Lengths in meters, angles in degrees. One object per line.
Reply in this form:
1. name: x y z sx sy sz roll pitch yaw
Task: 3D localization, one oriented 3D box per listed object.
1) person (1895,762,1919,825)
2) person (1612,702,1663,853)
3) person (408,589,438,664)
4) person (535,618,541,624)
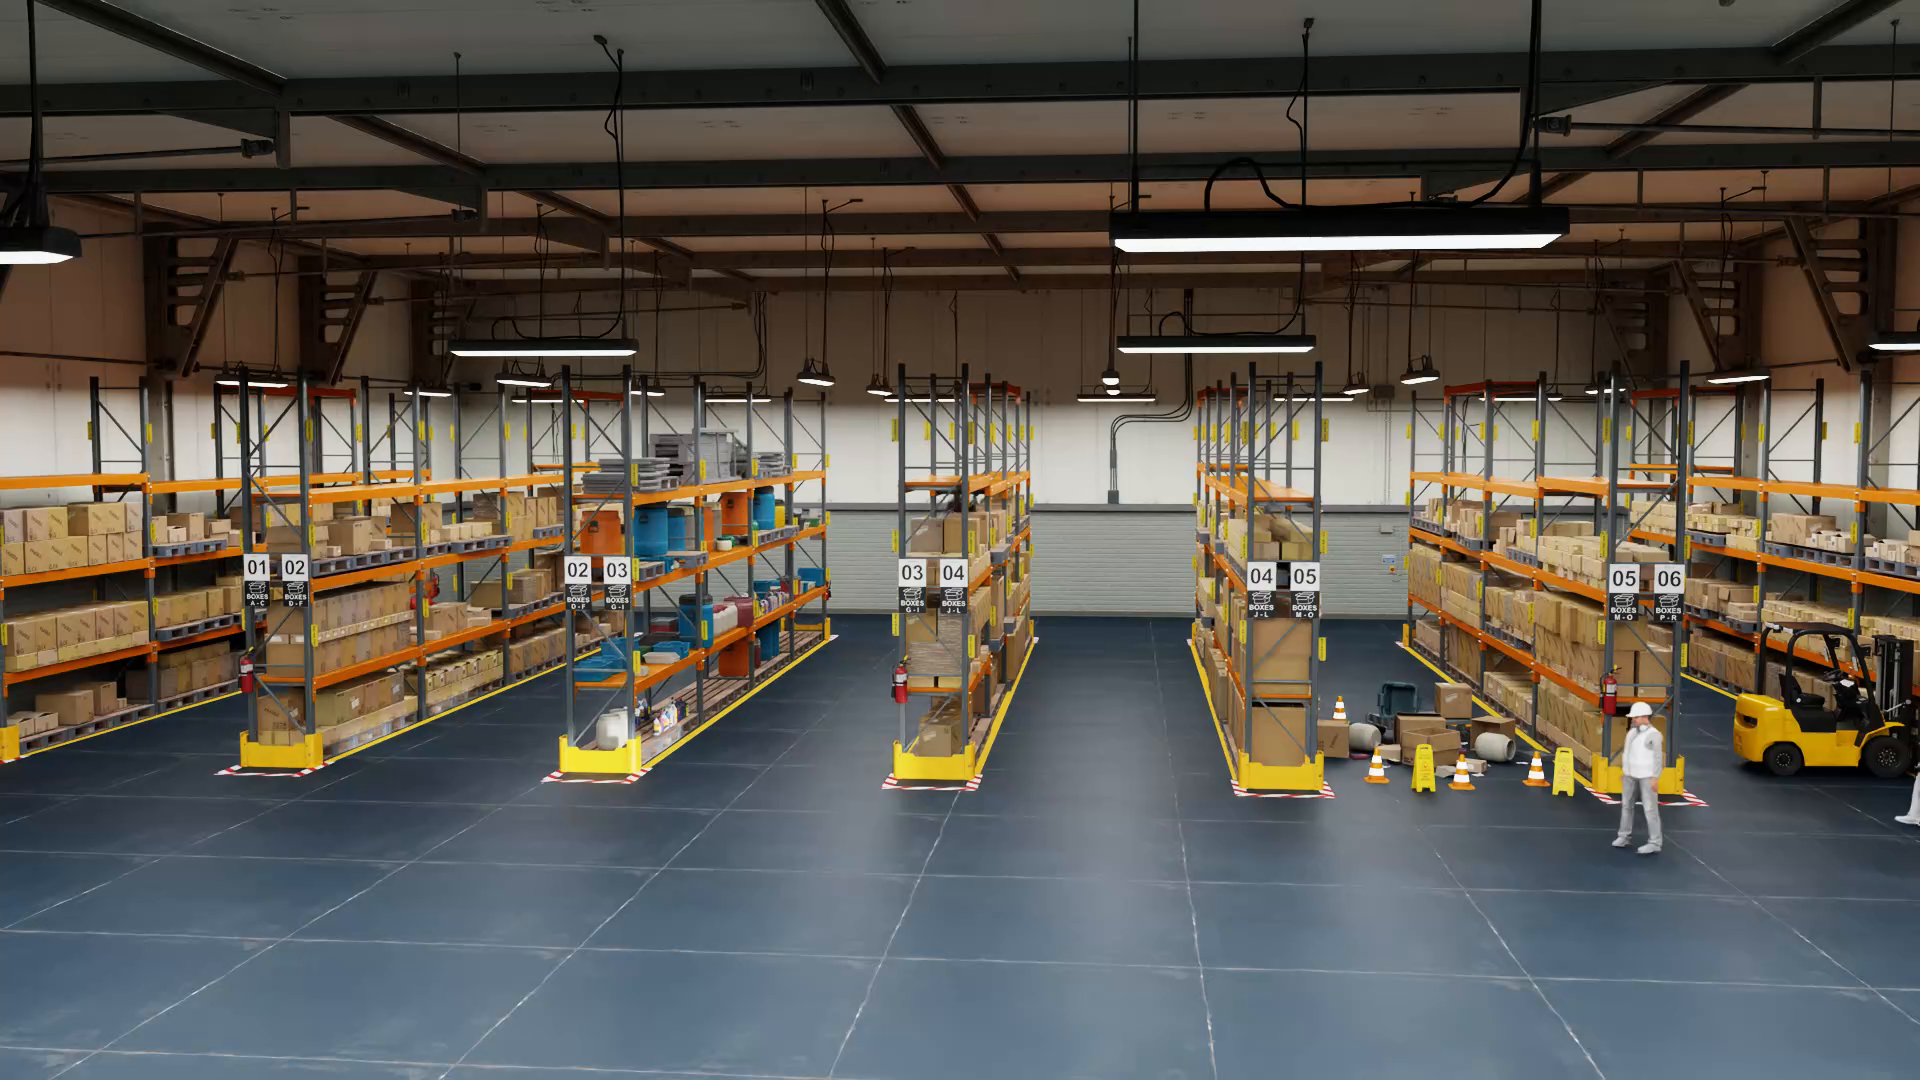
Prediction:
1. person: 12.490 2.777 21.120 1.119 1.728 0.535 -1 4 -17
2. person: 8.143 2.829 19.988 0.448 1.770 0.590 -2 4 -25
3. person: -11.771 1.835 36.321 0.722 1.677 1.079 0 4 2
4. person: -10.410 1.521 40.227 0.723 1.717 1.053 1 4 11
